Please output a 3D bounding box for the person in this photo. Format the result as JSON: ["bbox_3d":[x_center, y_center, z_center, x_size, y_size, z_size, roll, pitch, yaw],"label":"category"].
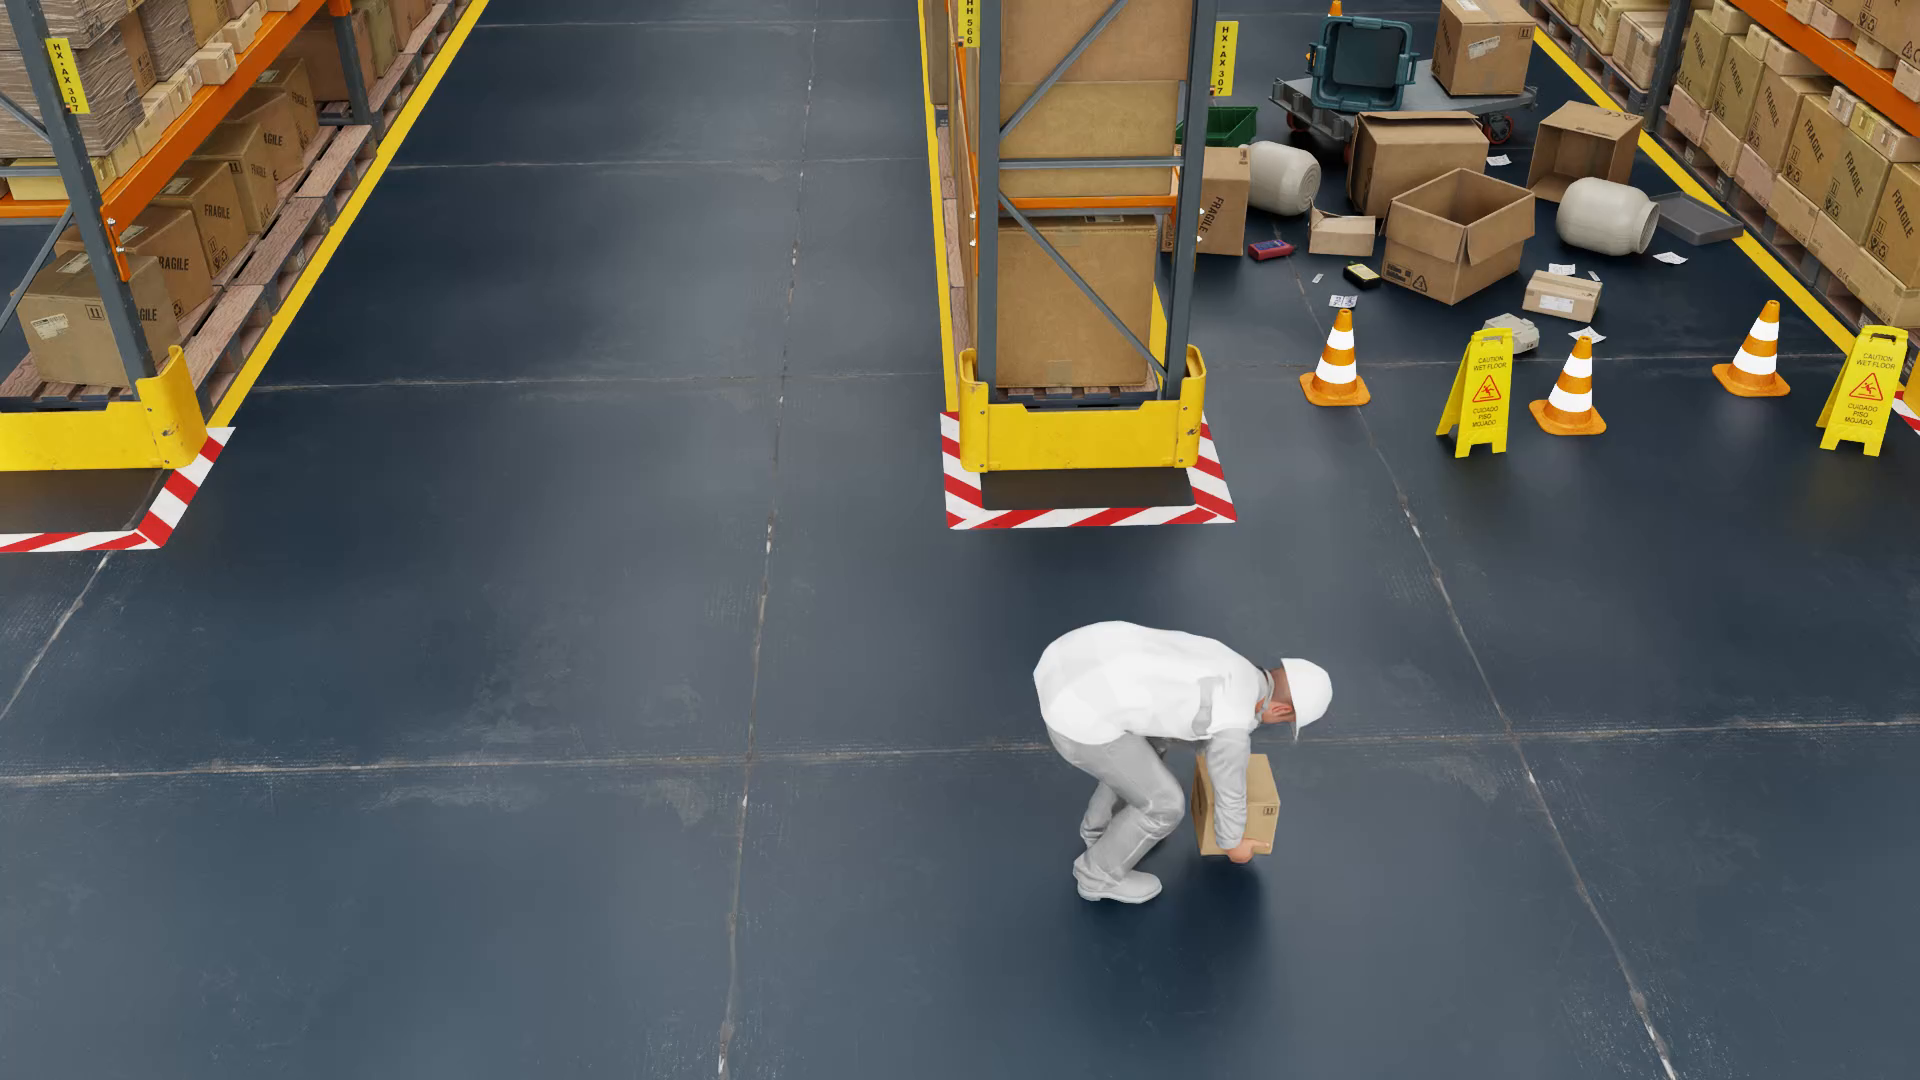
[{"bbox_3d":[0.755,0.734,5.711,1.004,1.042,0.483,-3,35,-4],"label":"person"}]
